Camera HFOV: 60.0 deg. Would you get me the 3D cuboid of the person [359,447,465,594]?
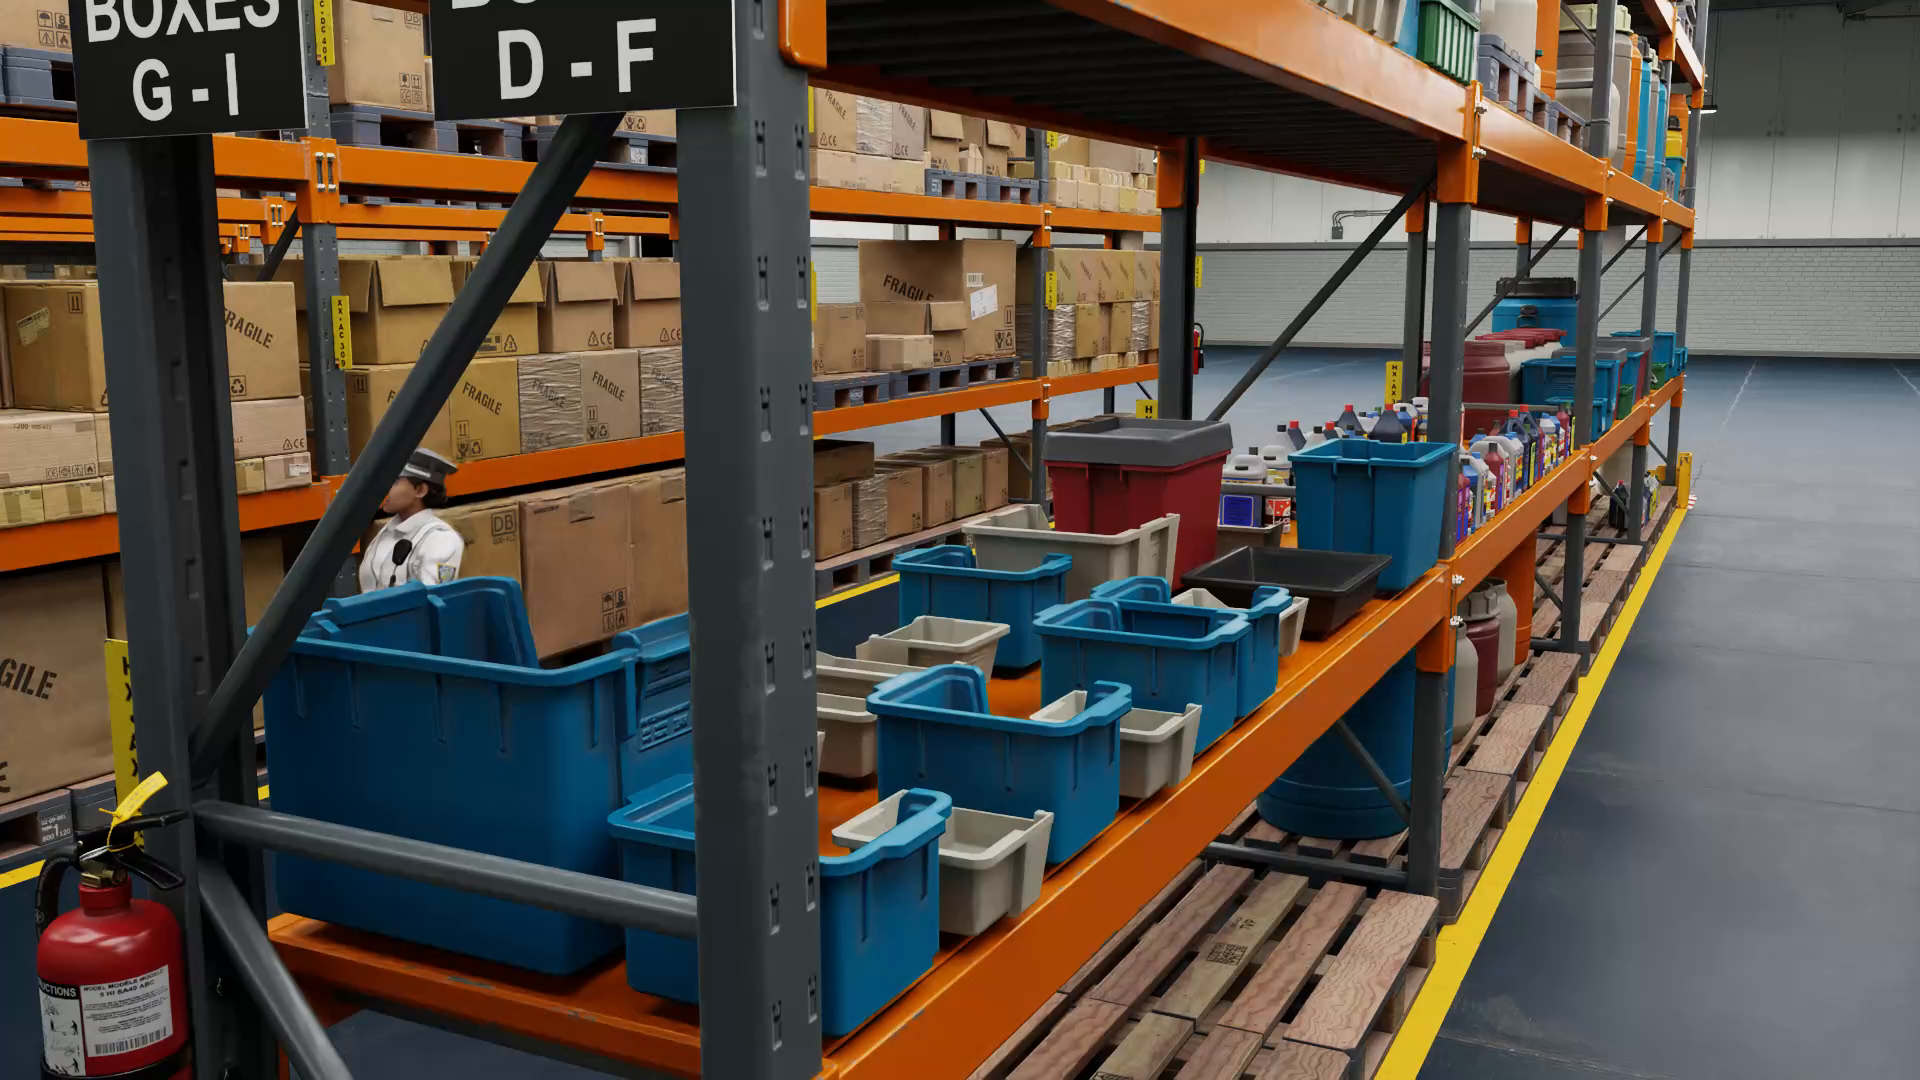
[{"bbox_3d":[-1.935,0.453,5.956,0.479,1.637,0.990,6,11,35],"label":"person"}]
